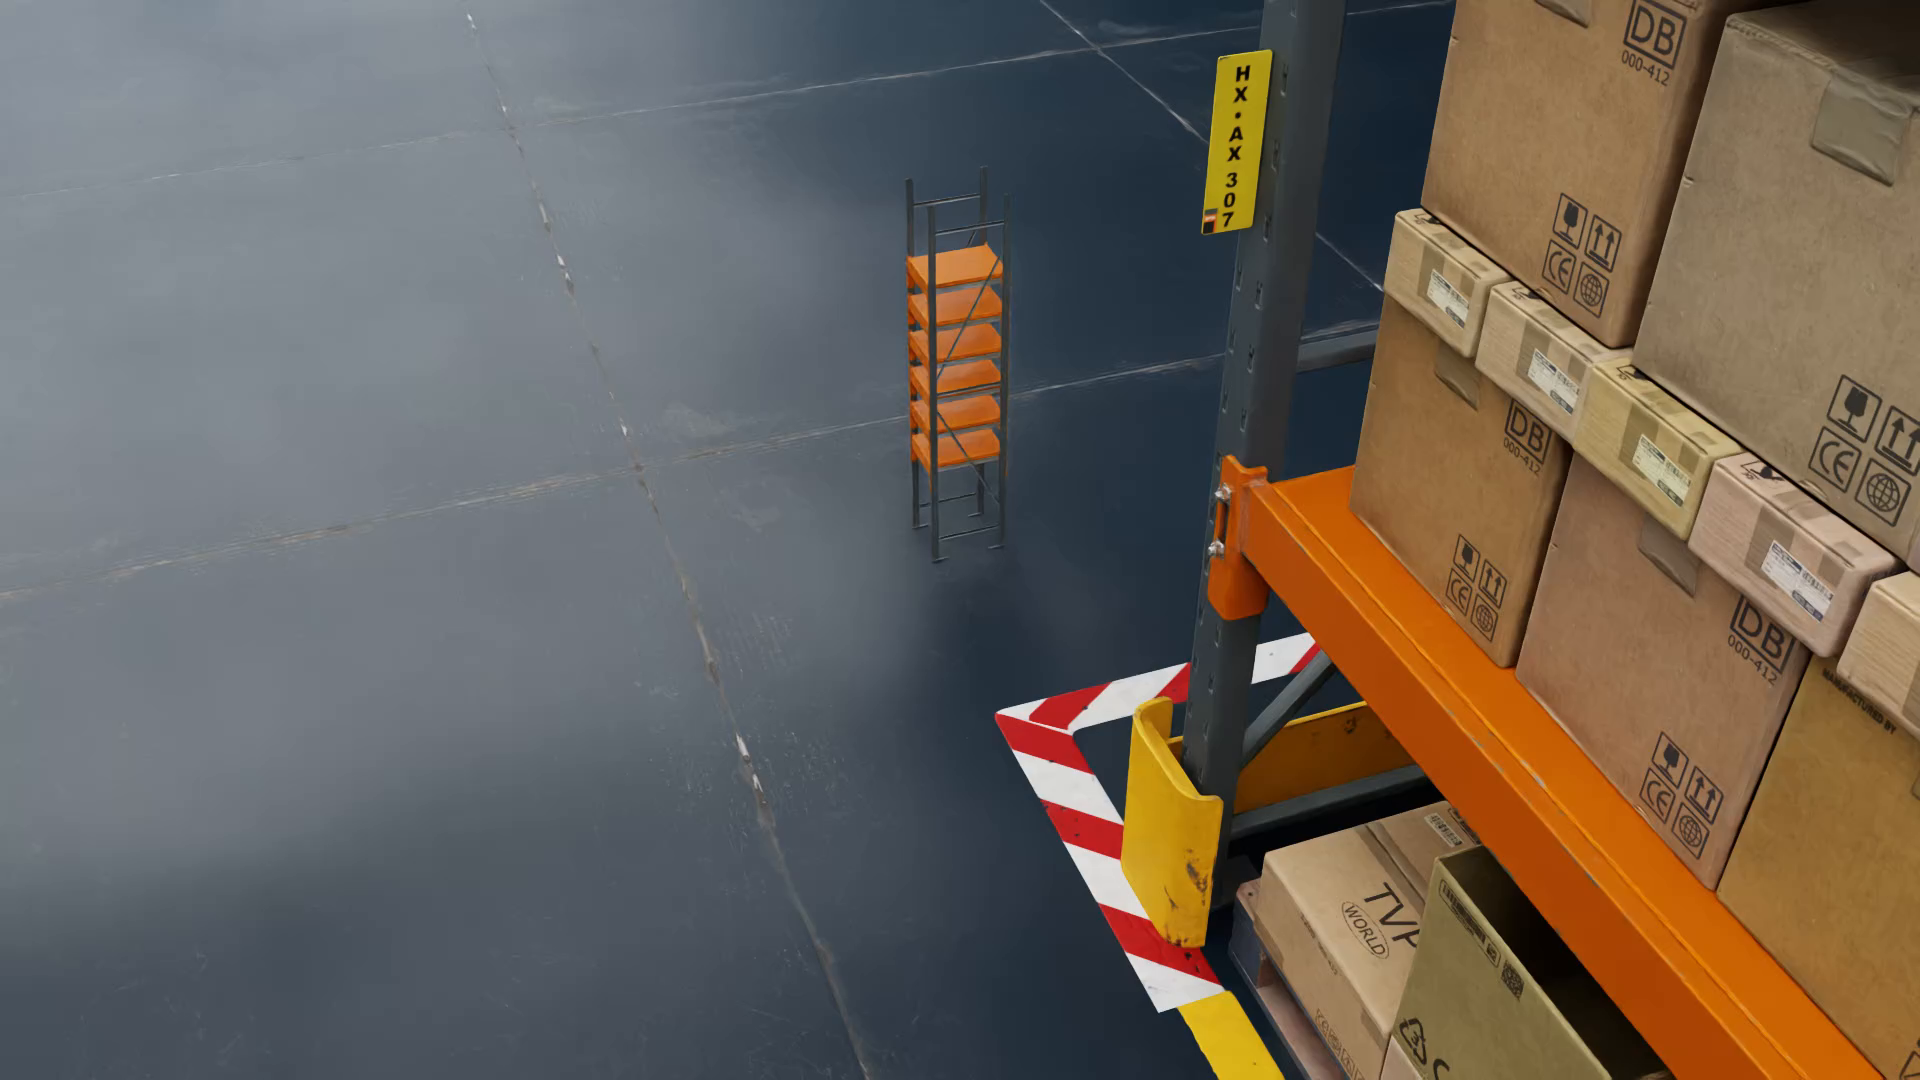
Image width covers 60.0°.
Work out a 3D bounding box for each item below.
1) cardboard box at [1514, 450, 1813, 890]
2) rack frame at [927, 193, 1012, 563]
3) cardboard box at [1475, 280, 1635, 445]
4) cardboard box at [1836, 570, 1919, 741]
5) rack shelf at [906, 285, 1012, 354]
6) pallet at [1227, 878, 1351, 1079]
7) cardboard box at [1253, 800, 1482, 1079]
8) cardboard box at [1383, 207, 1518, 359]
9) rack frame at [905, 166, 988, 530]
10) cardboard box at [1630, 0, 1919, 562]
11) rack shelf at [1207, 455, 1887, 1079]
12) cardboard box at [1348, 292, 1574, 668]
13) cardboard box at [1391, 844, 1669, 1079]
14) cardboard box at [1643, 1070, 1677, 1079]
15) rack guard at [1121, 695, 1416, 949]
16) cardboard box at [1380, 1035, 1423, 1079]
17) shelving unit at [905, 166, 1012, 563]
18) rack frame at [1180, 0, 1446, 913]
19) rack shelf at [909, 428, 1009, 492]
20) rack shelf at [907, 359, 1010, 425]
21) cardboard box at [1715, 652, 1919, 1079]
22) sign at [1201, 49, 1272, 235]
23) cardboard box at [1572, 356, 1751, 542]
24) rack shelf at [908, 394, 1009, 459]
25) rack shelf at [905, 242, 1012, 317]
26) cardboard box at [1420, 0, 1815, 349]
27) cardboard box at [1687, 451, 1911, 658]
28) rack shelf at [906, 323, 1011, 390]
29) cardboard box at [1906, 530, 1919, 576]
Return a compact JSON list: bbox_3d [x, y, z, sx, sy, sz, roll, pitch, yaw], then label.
[{"bbox_3d":[1.335,0.104,2.536,0.700,0.500,0.500,-11,38,-15],"label":"cardboard box"},{"bbox_3d":[0.026,-0.436,4.831,0.240,1.200,0.006,-12,39,-16],"label":"rack frame"},{"bbox_3d":[1.027,-0.303,2.536,0.380,0.149,0.250,-13,39,-17],"label":"cardboard box"},{"bbox_3d":[1.291,0.132,1.960,0.380,0.149,0.250,-14,39,-17],"label":"cardboard box"},{"bbox_3d":[-0.005,-0.644,4.782,0.258,0.103,0.180,-12,39,-16],"label":"rack shelf"},{"bbox_3d":[1.303,1.119,3.589,1.003,0.211,1.213,-12,39,-16],"label":"pallet"},{"bbox_3d":[0.977,0.861,3.550,0.500,0.250,0.500,-12,39,-16],"label":"cardboard box"},{"bbox_3d":[0.934,-0.451,2.734,0.380,0.149,0.250,-13,39,-16],"label":"cardboard box"},{"bbox_3d":[-0.036,-0.539,4.968,0.240,1.200,0.006,-12,39,-16],"label":"rack frame"},{"bbox_3d":[1.354,-0.384,2.106,0.700,0.500,0.500,-13,39,-17],"label":"cardboard box"},{"bbox_3d":[1.689,0.999,2.029,1.077,0.370,4.000,-12,39,-16],"label":"rack shelf"},{"bbox_3d":[1.150,-0.192,2.929,0.700,0.500,0.500,-12,39,-16],"label":"cardboard box"},{"bbox_3d":[1.150,0.844,2.950,0.500,0.500,0.500,-12,39,-16],"label":"cardboard box"},{"bbox_3d":[1.335,1.124,2.578,0.500,0.500,0.500,-12,39,-16],"label":"cardboard box"},{"bbox_3d":[0.993,0.567,4.082,1.175,0.500,0.348,-12,39,-16],"label":"rack guard"},{"bbox_3d":[1.152,1.143,3.176,0.500,0.250,0.500,-12,39,-16],"label":"cardboard box"},{"bbox_3d":[-0.005,-0.487,4.900,0.258,1.200,0.189,-12,39,-16],"label":"shelving unit"},{"bbox_3d":[1.001,-0.418,3.312,1.000,3.000,0.127,-12,39,-16],"label":"rack frame"},{"bbox_3d":[-0.005,-0.260,5.071,0.258,0.103,0.180,-12,39,-16],"label":"rack shelf"},{"bbox_3d":[-0.005,-0.452,4.927,0.258,0.103,0.180,-12,39,-16],"label":"rack shelf"},{"bbox_3d":[1.500,0.385,2.162,0.700,0.500,0.500,-12,39,-16],"label":"cardboard box"},{"bbox_3d":[0.478,-0.684,2.880,0.100,0.325,0.005,-12,39,-16],"label":"sign"},{"bbox_3d":[1.112,-0.161,2.349,0.380,0.149,0.250,-12,39,-16],"label":"cardboard box"},{"bbox_3d":[-0.005,-0.356,4.999,0.258,0.103,0.180,-12,39,-16],"label":"rack shelf"},{"bbox_3d":[-0.005,-0.739,4.710,0.258,0.103,0.180,-12,39,-16],"label":"rack shelf"},{"bbox_3d":[1.168,-0.680,2.499,0.700,0.500,0.500,-12,39,-16],"label":"cardboard box"},{"bbox_3d":[1.196,-0.018,2.159,0.380,0.149,0.250,-13,39,-17],"label":"cardboard box"},{"bbox_3d":[-0.005,-0.548,4.854,0.258,0.103,0.180,-12,39,-16],"label":"rack shelf"},{"bbox_3d":[1.528,-0.100,1.728,0.700,0.500,0.500,-12,39,-16],"label":"cardboard box"}]
